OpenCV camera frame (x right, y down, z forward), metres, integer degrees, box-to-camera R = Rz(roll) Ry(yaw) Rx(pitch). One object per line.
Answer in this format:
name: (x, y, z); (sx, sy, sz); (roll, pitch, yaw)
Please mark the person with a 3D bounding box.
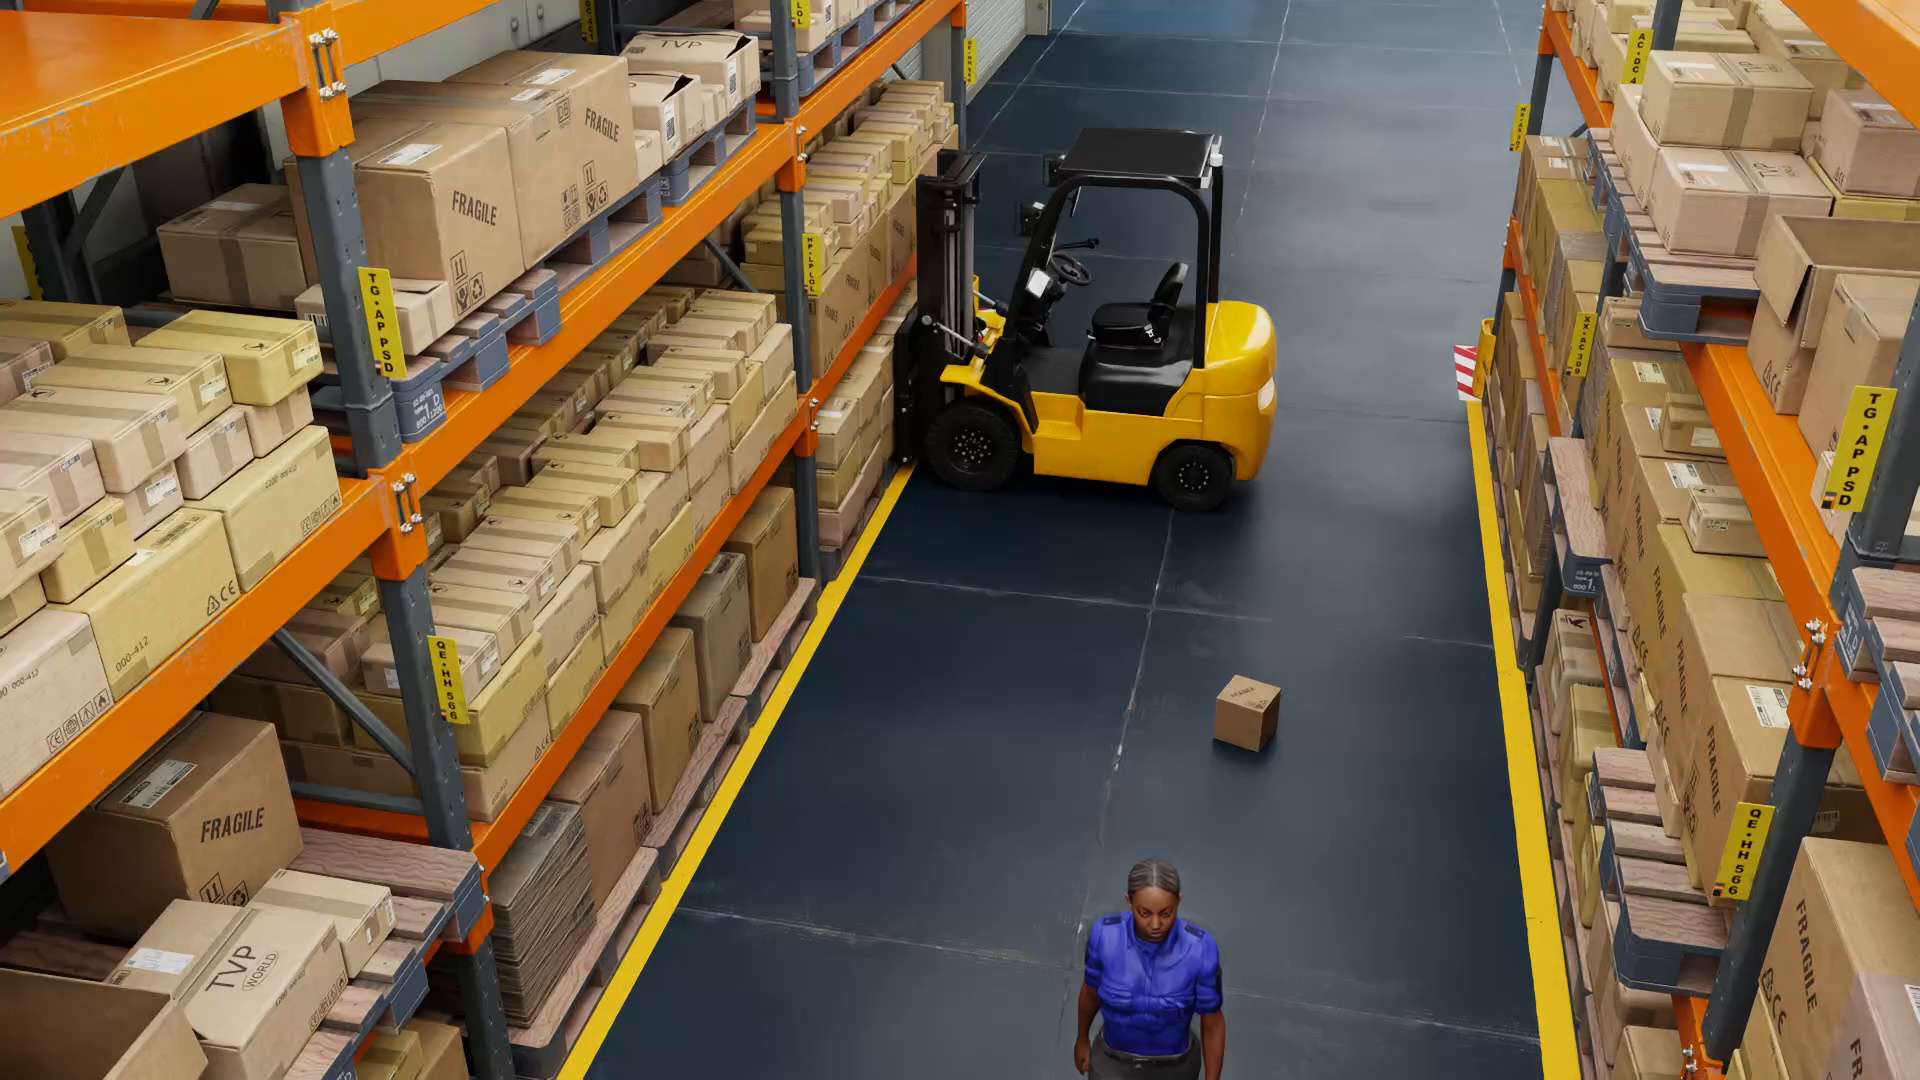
person: (0.604, 1.768, 5.412); (0.484, 1.635, 0.875); (3, 29, 6)
